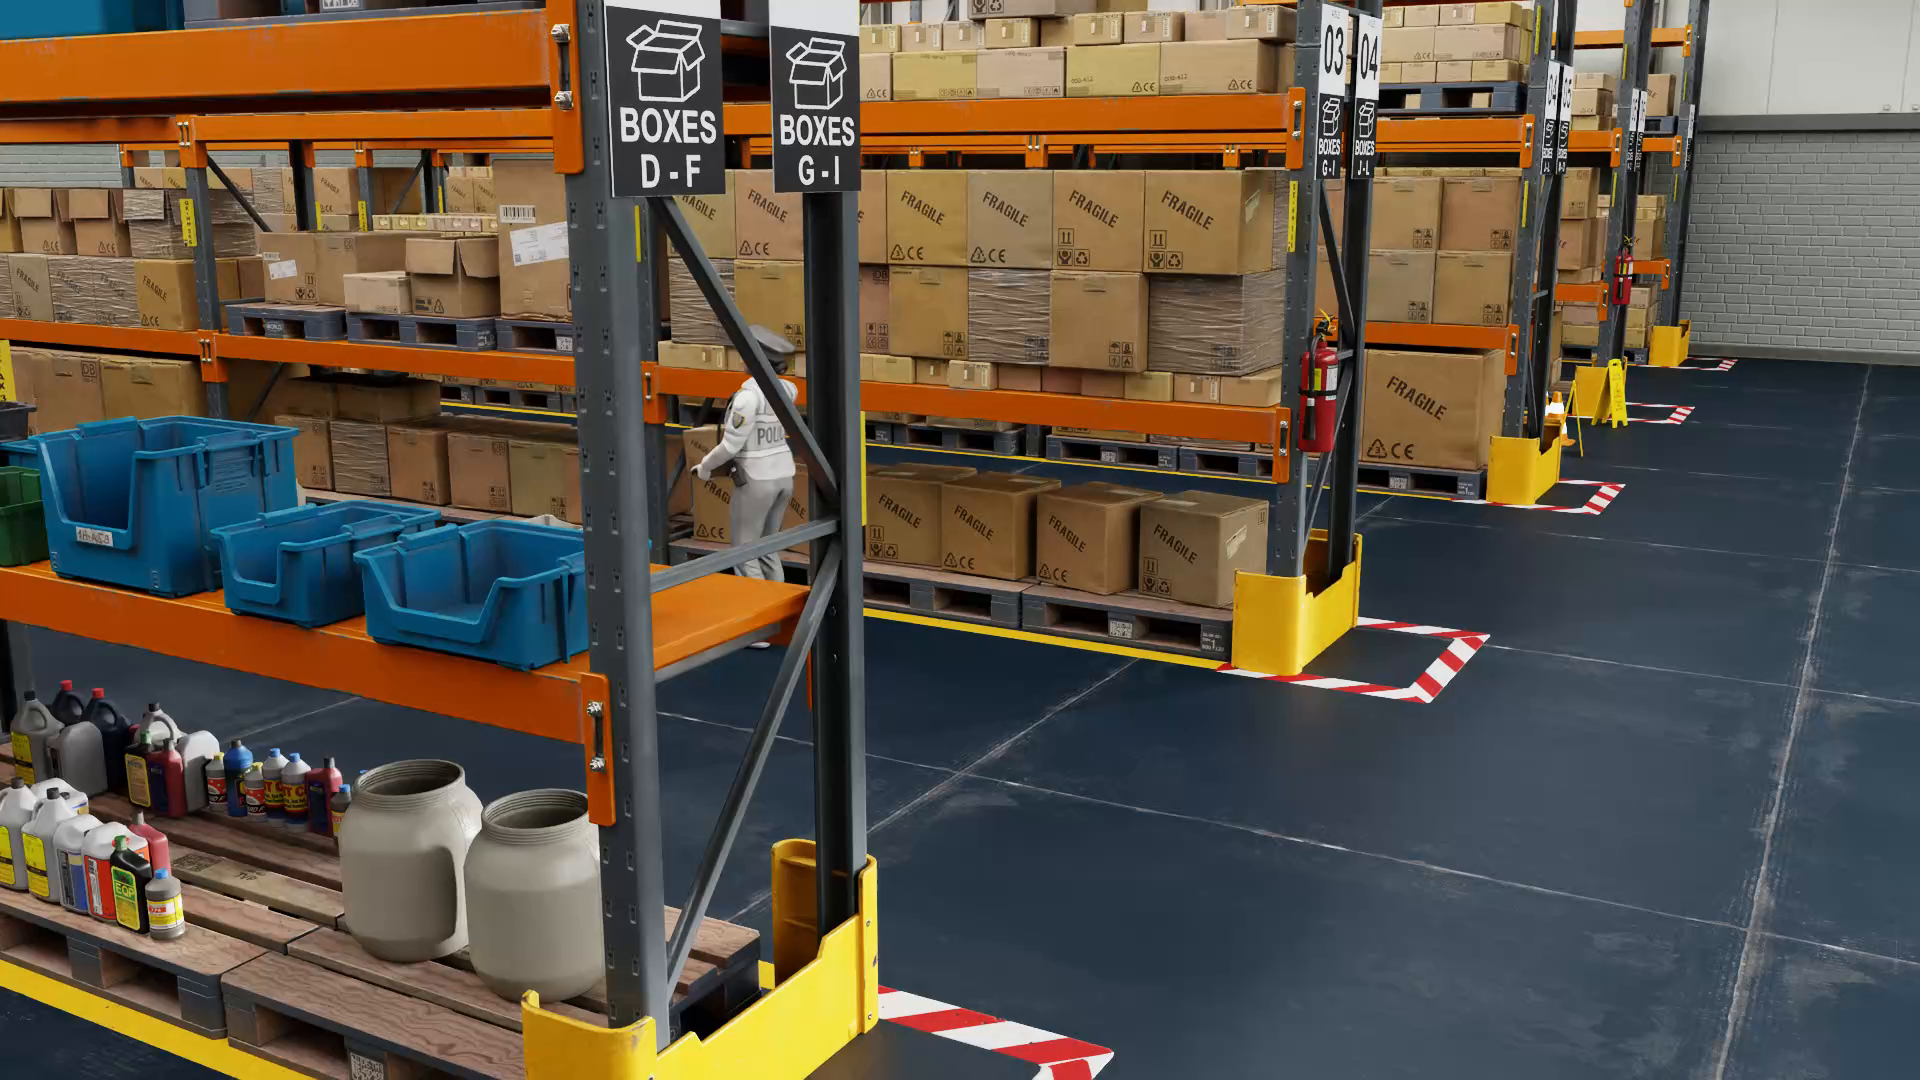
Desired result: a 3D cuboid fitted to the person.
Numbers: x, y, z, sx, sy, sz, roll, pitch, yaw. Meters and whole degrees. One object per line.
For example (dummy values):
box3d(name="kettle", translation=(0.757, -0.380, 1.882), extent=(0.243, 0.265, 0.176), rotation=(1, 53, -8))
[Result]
box3d(name="person", translation=(-1.100, -0.289, 8.695), extent=(0.563, 1.687, 0.461), rotation=(7, 14, 28))
